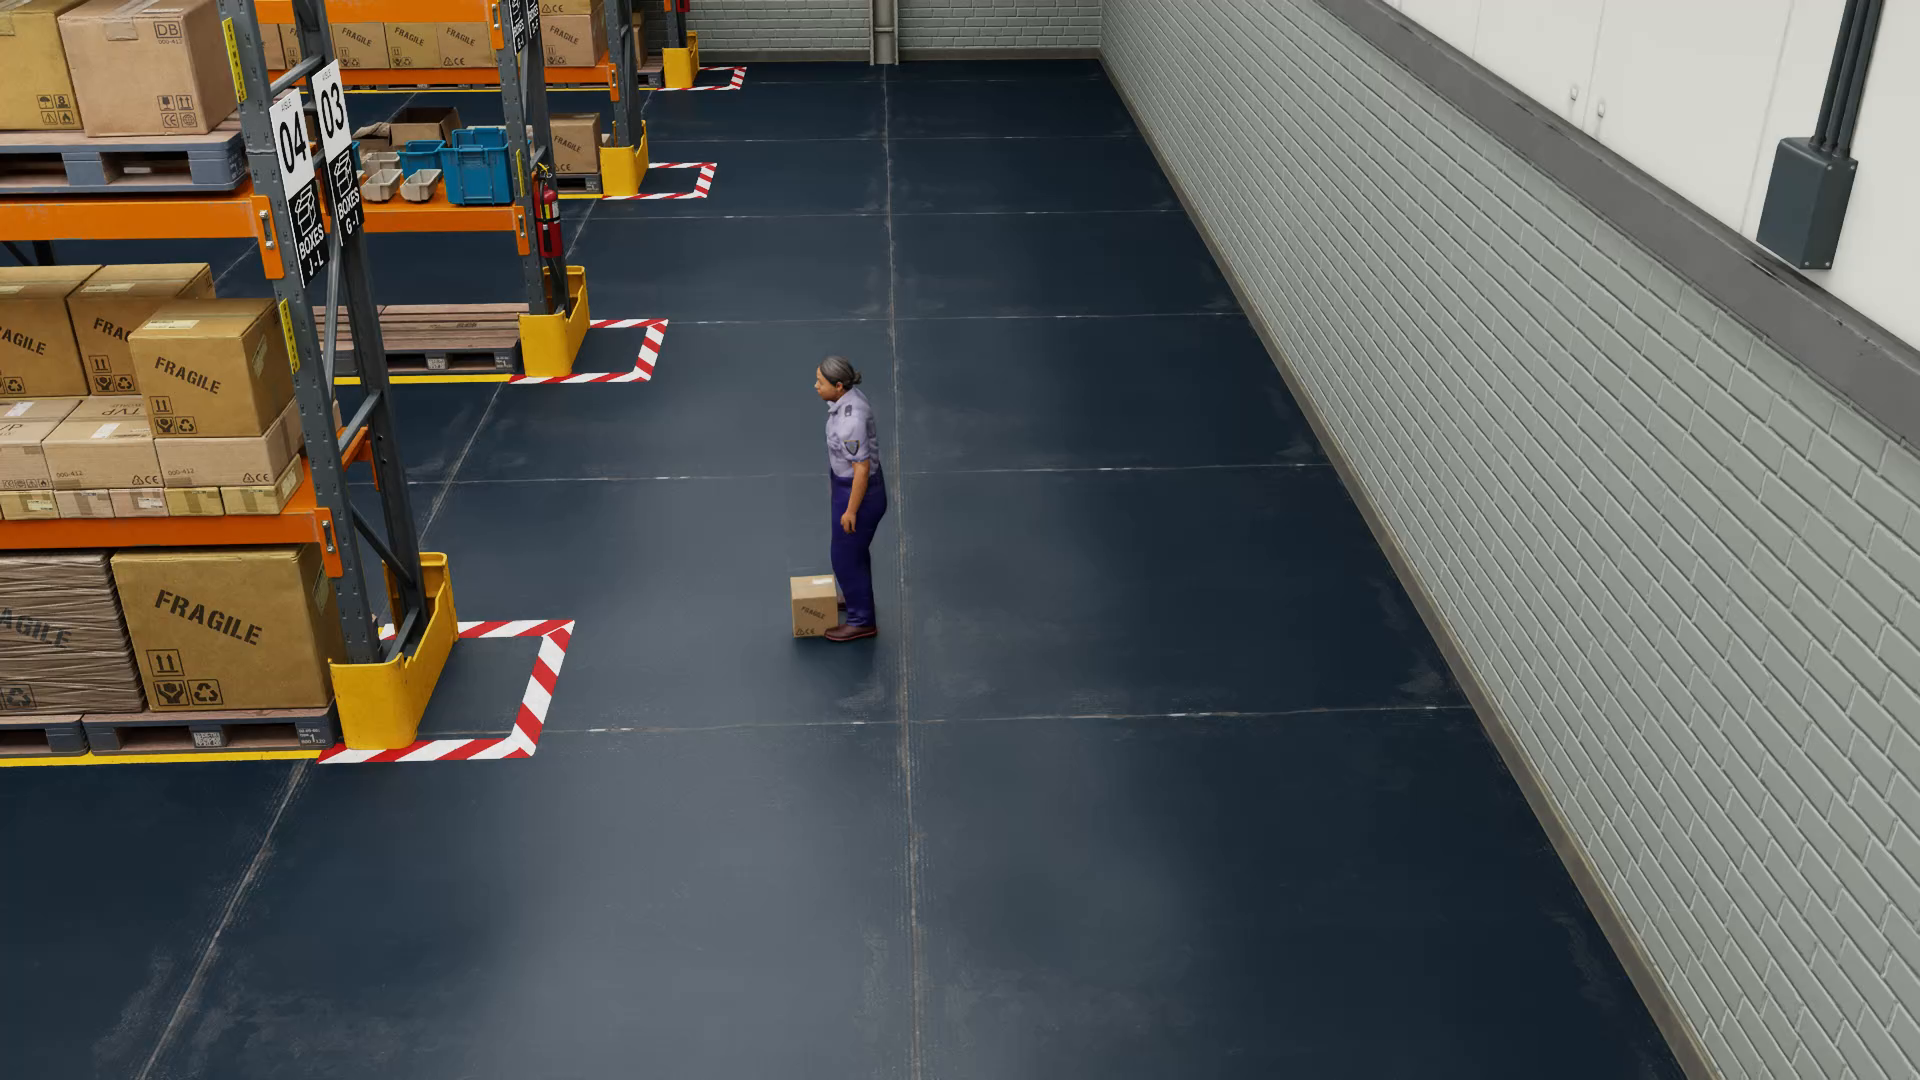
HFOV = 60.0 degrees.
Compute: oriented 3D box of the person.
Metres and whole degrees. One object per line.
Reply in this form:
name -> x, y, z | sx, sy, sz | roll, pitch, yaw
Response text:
person -> -0.594, -0.252, 9.109 | 0.374, 1.651, 0.560 | -3, 28, -6
